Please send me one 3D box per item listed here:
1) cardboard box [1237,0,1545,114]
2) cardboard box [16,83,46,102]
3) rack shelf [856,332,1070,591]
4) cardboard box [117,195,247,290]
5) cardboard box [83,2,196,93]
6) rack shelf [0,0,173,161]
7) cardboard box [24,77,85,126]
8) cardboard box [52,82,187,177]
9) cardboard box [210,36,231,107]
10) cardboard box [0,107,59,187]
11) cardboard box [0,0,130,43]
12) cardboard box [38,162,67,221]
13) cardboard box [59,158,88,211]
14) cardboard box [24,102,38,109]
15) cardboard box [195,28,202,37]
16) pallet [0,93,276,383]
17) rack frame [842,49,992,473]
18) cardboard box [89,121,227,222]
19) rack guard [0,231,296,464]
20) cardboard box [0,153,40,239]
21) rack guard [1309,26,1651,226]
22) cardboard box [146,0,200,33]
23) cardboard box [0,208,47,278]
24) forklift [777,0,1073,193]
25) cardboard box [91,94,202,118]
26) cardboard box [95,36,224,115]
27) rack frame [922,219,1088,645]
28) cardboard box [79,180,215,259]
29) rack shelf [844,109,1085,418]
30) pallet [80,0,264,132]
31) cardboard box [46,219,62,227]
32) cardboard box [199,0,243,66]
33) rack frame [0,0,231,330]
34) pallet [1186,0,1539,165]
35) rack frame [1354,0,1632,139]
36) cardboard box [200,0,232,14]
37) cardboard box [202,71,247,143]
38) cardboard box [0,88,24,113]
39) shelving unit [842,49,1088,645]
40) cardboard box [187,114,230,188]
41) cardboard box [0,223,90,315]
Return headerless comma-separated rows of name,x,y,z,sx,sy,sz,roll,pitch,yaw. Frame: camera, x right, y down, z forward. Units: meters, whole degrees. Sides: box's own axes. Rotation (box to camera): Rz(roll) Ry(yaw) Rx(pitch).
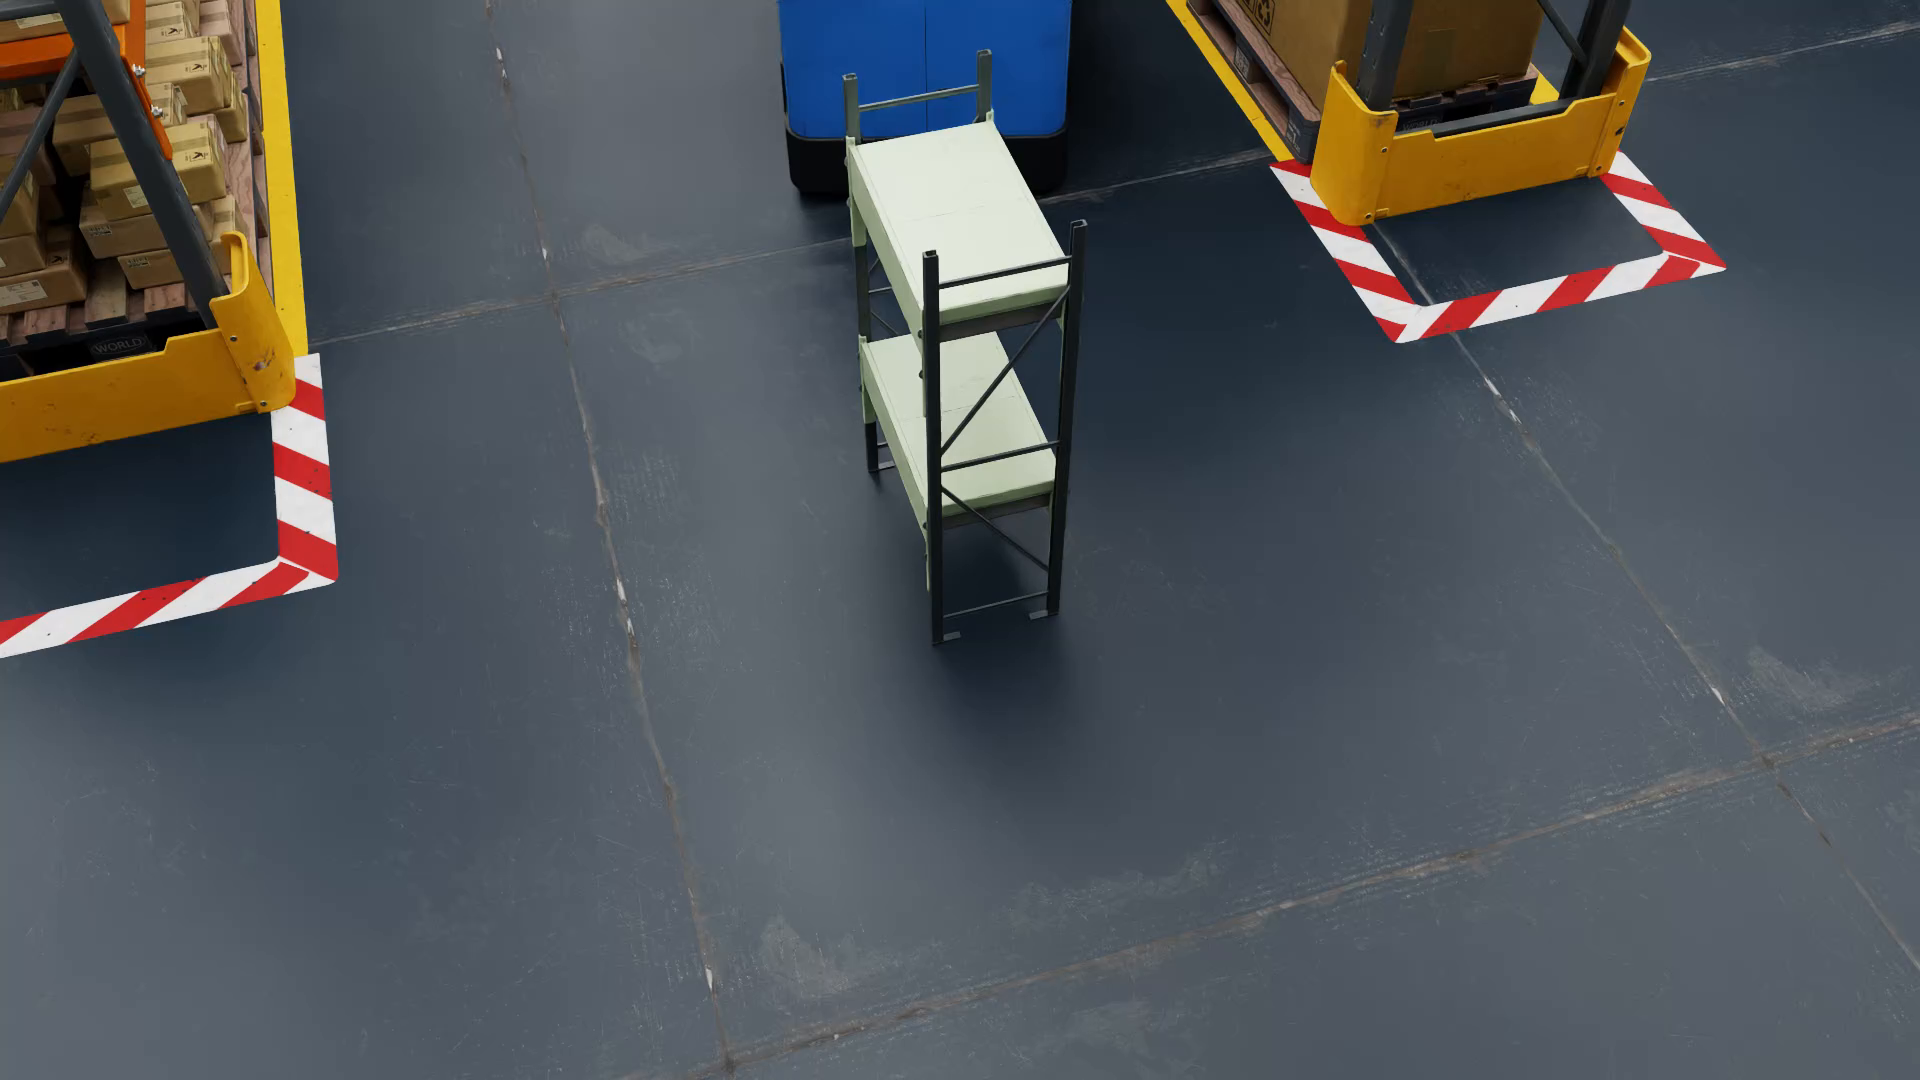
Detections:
cardboard box,1.669,-2.306,6.347,0.875,0.875,0.875,-13,51,-11
cardboard box,-3.466,-1.657,5.886,0.380,0.149,0.250,-15,52,-12
rack shelf,-0.002,-0.278,4.930,0.431,0.370,0.720,-13,51,-11
cardboard box,-2.683,-1.030,5.747,0.380,0.149,0.250,-12,51,-10
cardboard box,-2.965,-1.776,5.986,0.380,0.149,0.250,-16,52,-13
rack shelf,-3.425,-2.588,5.940,1.077,0.370,4.000,-13,51,-11
cardboard box,-3.399,-1.591,6.025,0.380,0.149,0.250,-14,51,-11
cardboard box,-2.860,-1.401,5.670,0.380,0.149,0.250,-12,51,-10
cardboard box,-2.899,-1.695,6.113,0.380,0.149,0.250,-12,51,-10
cardboard box,-3.252,-1.293,5.579,0.380,0.149,0.250,-12,51,-10
cardboard box,-2.616,-1.589,4.792,0.380,0.149,0.250,-14,51,-11
cardboard box,-3.288,-1.195,5.691,0.380,0.149,0.250,-14,51,-12
cardboard box,-3.357,-1.290,5.966,0.380,0.149,0.250,-14,51,-11
cardboard box,-3.418,-1.371,5.840,0.380,0.149,0.250,-15,52,-12
cardboard box,-3.069,-1.868,6.258,0.380,0.149,0.250,-16,52,-13
pallet,-3.062,-1.117,6.054,1.003,0.211,1.213,-13,51,-11
rack frame,-0.110,-0.756,4.906,0.400,1.500,0.023,-13,51,-11
cardboard box,-2.664,-1.227,5.523,0.380,0.149,0.250,-15,52,-13
rack guard,-2.856,-0.609,5.436,1.175,0.500,0.348,-13,51,-11
cardboard box,-3.232,-1.096,5.413,0.380,0.149,0.250,-13,51,-11
rack guard,1.942,-1.583,6.258,1.175,0.500,0.348,-13,51,-11
cardboard box,-3.038,-1.981,6.159,0.380,0.149,0.250,-12,51,-10
cardboard box,-3.262,-0.992,5.520,0.380,0.149,0.250,-15,51,-12
forklift,-0.148,-3.367,6.172,1.130,2.935,3.031,-1,50,-1
cardboard box,-2.927,-1.484,5.934,0.380,0.149,0.250,-13,51,-11
cardboard box,-2.813,-1.614,5.849,0.380,0.149,0.250,-13,51,-11
rack frame,0.106,-0.221,4.455,0.400,1.500,0.023,-13,51,-11
cardboard box,-2.743,-1.112,5.621,0.380,0.149,0.250,-11,51,-9
rack shelf,-0.002,-0.740,4.382,0.431,0.370,0.720,-13,51,-11
pallet,-3.420,-2.006,6.803,1.003,0.211,1.213,-13,51,-11
cardboard box,-3.361,-1.078,5.787,0.380,0.149,0.250,-12,51,-10
cardboard box,-3.046,-1.961,6.531,0.380,0.149,0.250,-16,52,-13
rack frame,-2.834,-1.359,4.434,1.000,3.000,0.127,-13,51,-11
pallet,1.623,-2.074,6.860,1.003,0.211,1.213,-13,51,-11
rack frame,1.934,-2.407,5.317,1.000,3.000,0.127,-13,51,-11
cardboard box,-3.153,-2.157,6.697,0.380,0.149,0.250,-13,51,-11
cardboard box,-2.889,-1.594,6.222,0.380,0.149,0.250,-13,51,-11
cardboard box,-3.450,-1.453,5.714,0.380,0.149,0.250,-14,51,-12
shelving unit,-0.002,-0.488,4.681,0.431,1.500,0.755,-13,51,-11
cardboard box,-2.770,-1.325,5.800,0.380,0.149,0.250,-14,51,-11
cardboard box,-3.188,-0.913,5.647,0.380,0.149,0.250,-13,51,-10
